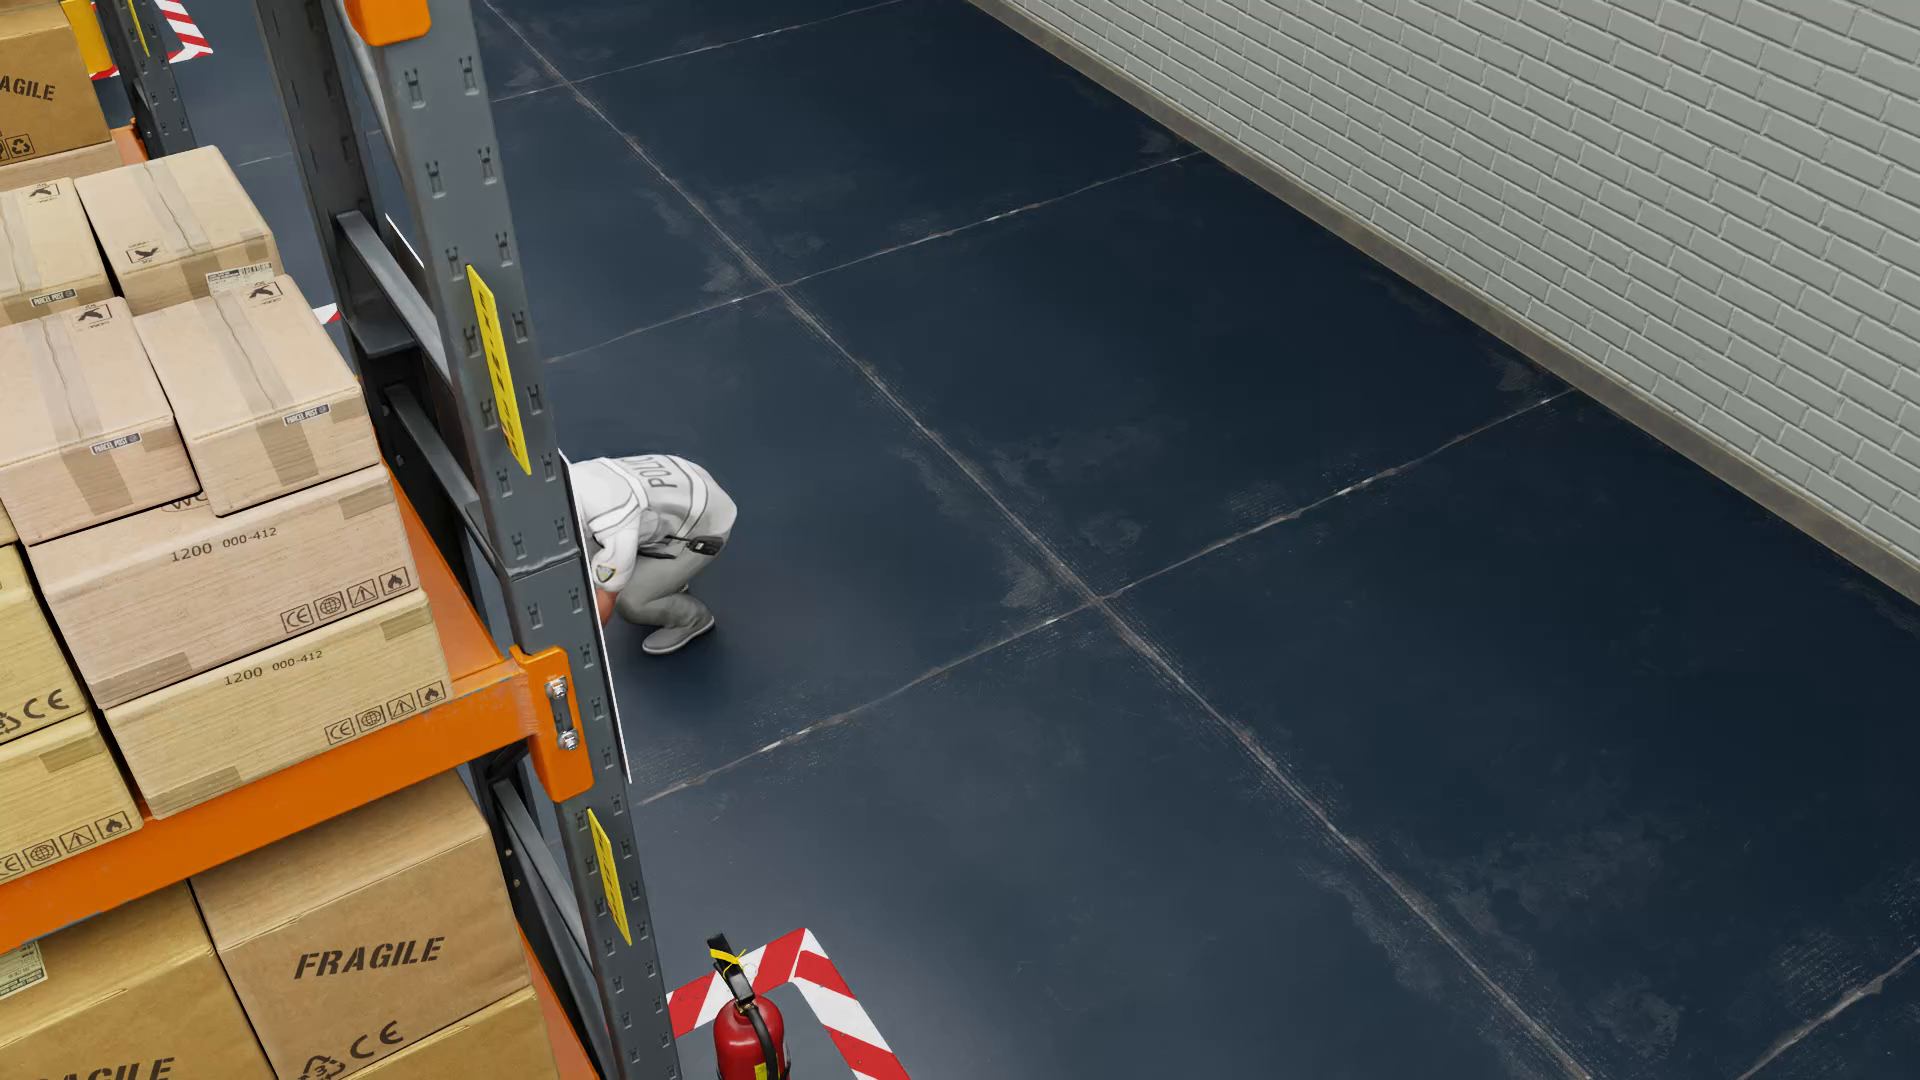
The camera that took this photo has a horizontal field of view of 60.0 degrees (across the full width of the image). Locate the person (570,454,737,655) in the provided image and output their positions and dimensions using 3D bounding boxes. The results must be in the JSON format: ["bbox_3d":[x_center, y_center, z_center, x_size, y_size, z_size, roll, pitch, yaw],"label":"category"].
[{"bbox_3d":[-1.359,0.028,6.724,0.951,0.973,0.563,-23,45,-24],"label":"person"}]
